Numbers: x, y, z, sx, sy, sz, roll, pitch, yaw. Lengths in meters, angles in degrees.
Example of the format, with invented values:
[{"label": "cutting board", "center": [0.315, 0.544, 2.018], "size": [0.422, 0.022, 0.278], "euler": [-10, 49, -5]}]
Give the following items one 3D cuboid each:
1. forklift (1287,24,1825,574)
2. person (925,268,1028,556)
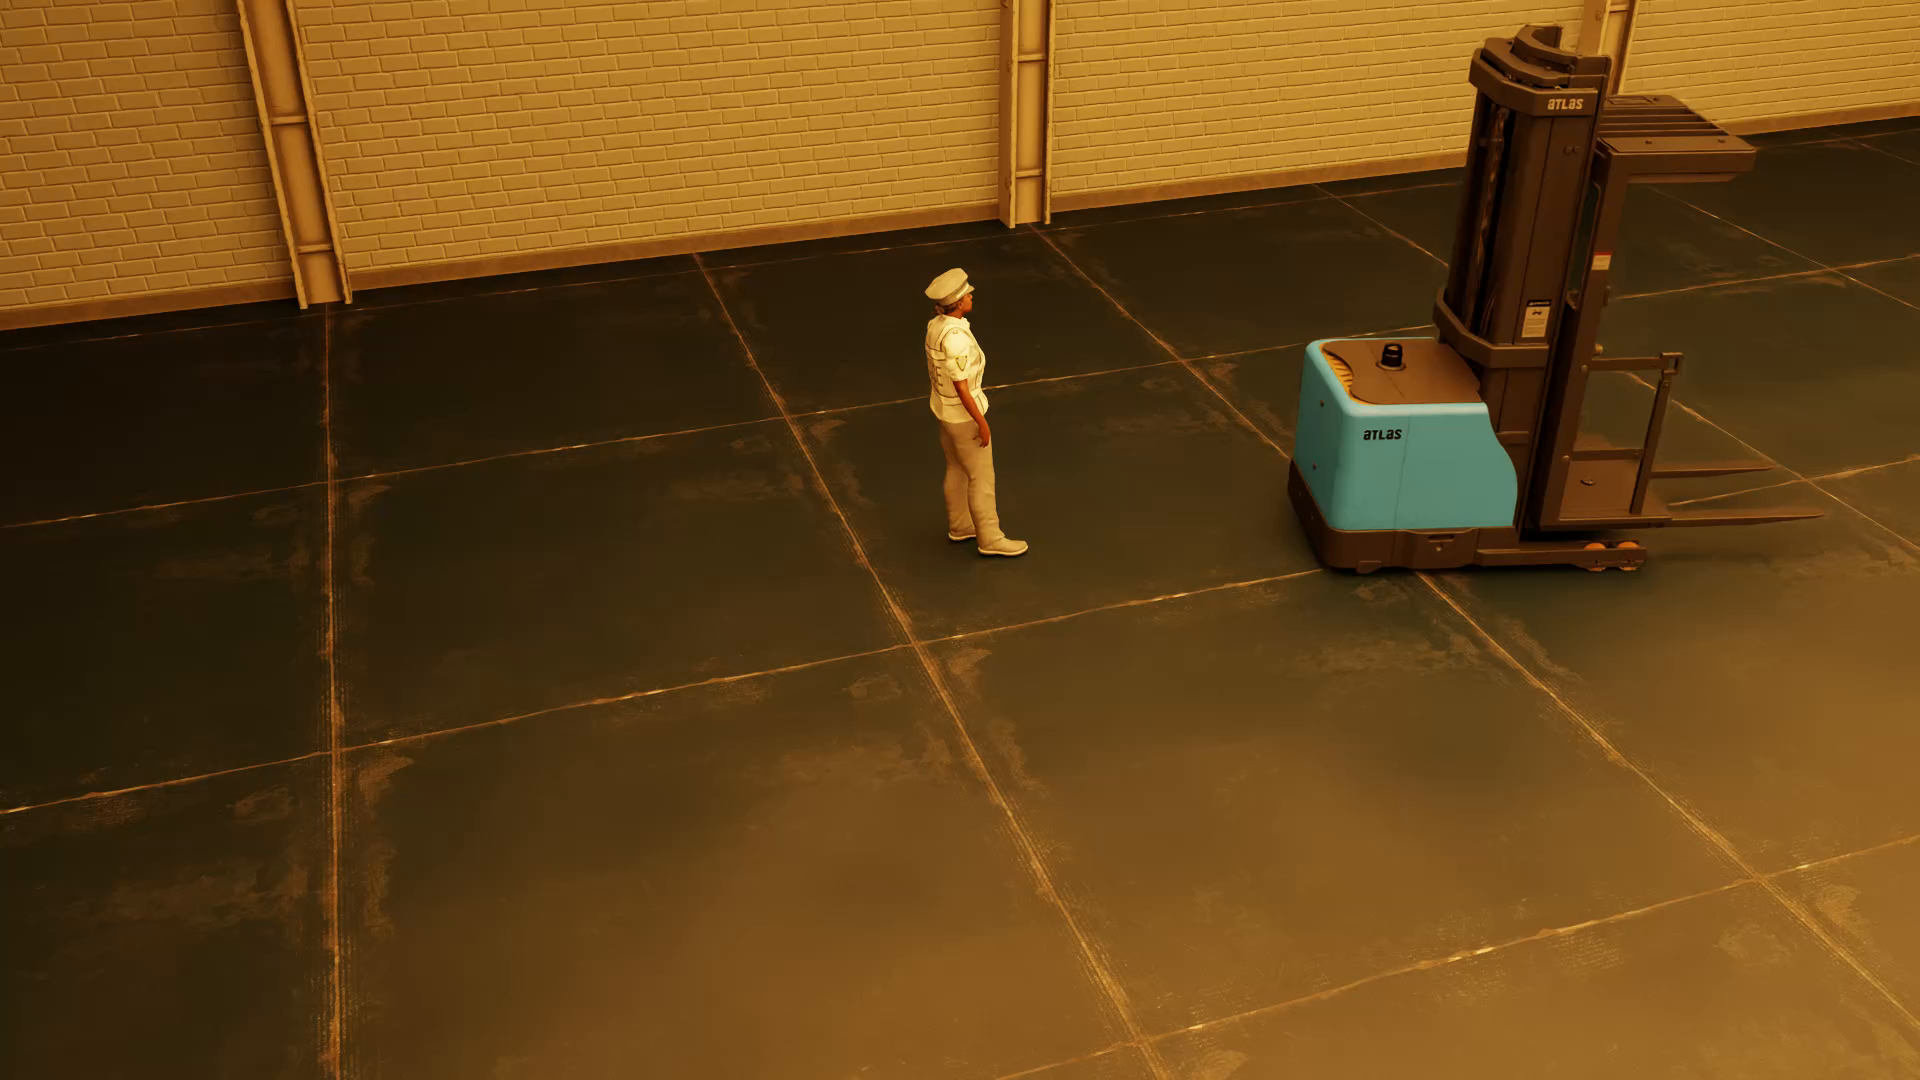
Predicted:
[{"label": "forklift", "center": [3.589, -1.348, 9.430], "size": [3.031, 2.935, 1.130], "euler": [-2, 30, -3]}, {"label": "person", "center": [0.078, -0.743, 9.604], "size": [0.528, 1.695, 0.569], "euler": [-10, 31, -16]}]
